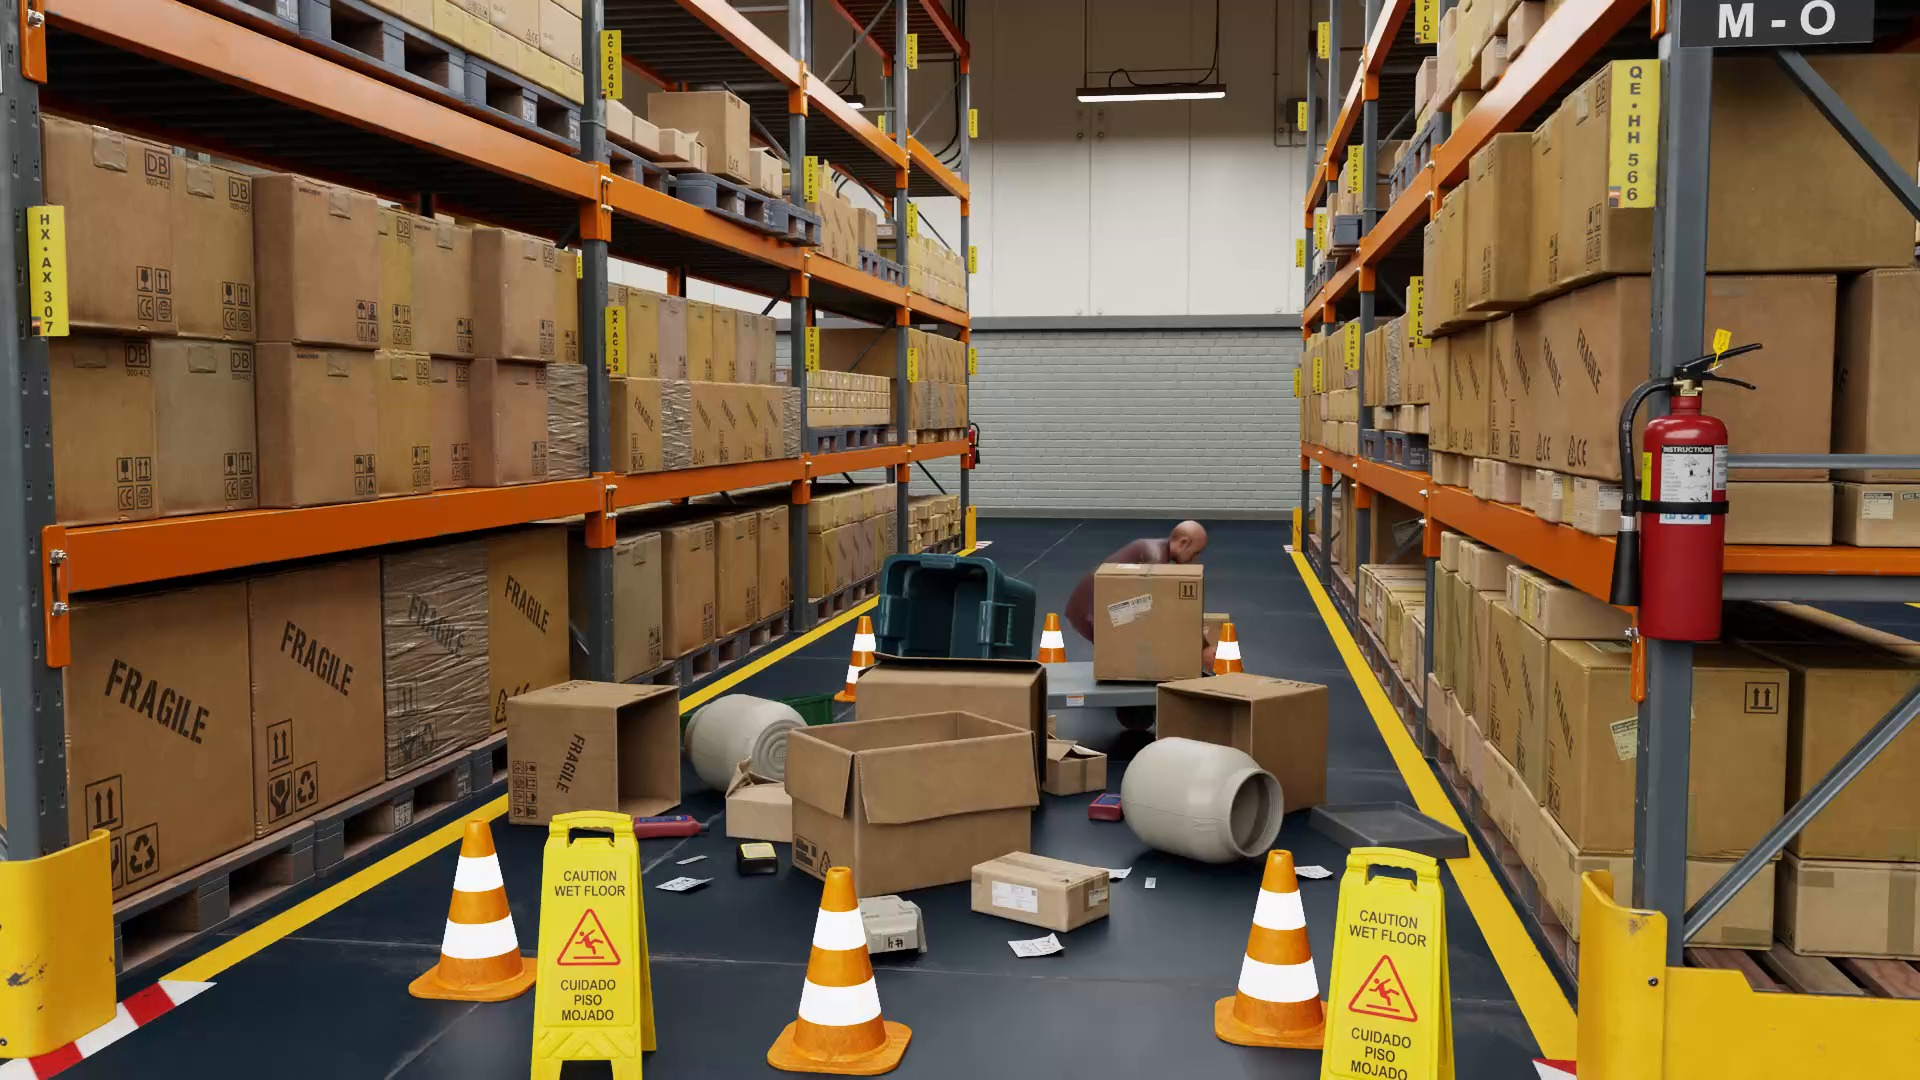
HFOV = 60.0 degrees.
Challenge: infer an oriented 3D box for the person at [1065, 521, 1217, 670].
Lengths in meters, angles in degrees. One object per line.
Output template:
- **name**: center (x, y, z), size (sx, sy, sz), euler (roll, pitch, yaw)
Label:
- **person**: center (1.075, 0.389, 9.644), size (0.930, 0.999, 0.580), euler (1, 4, 7)
